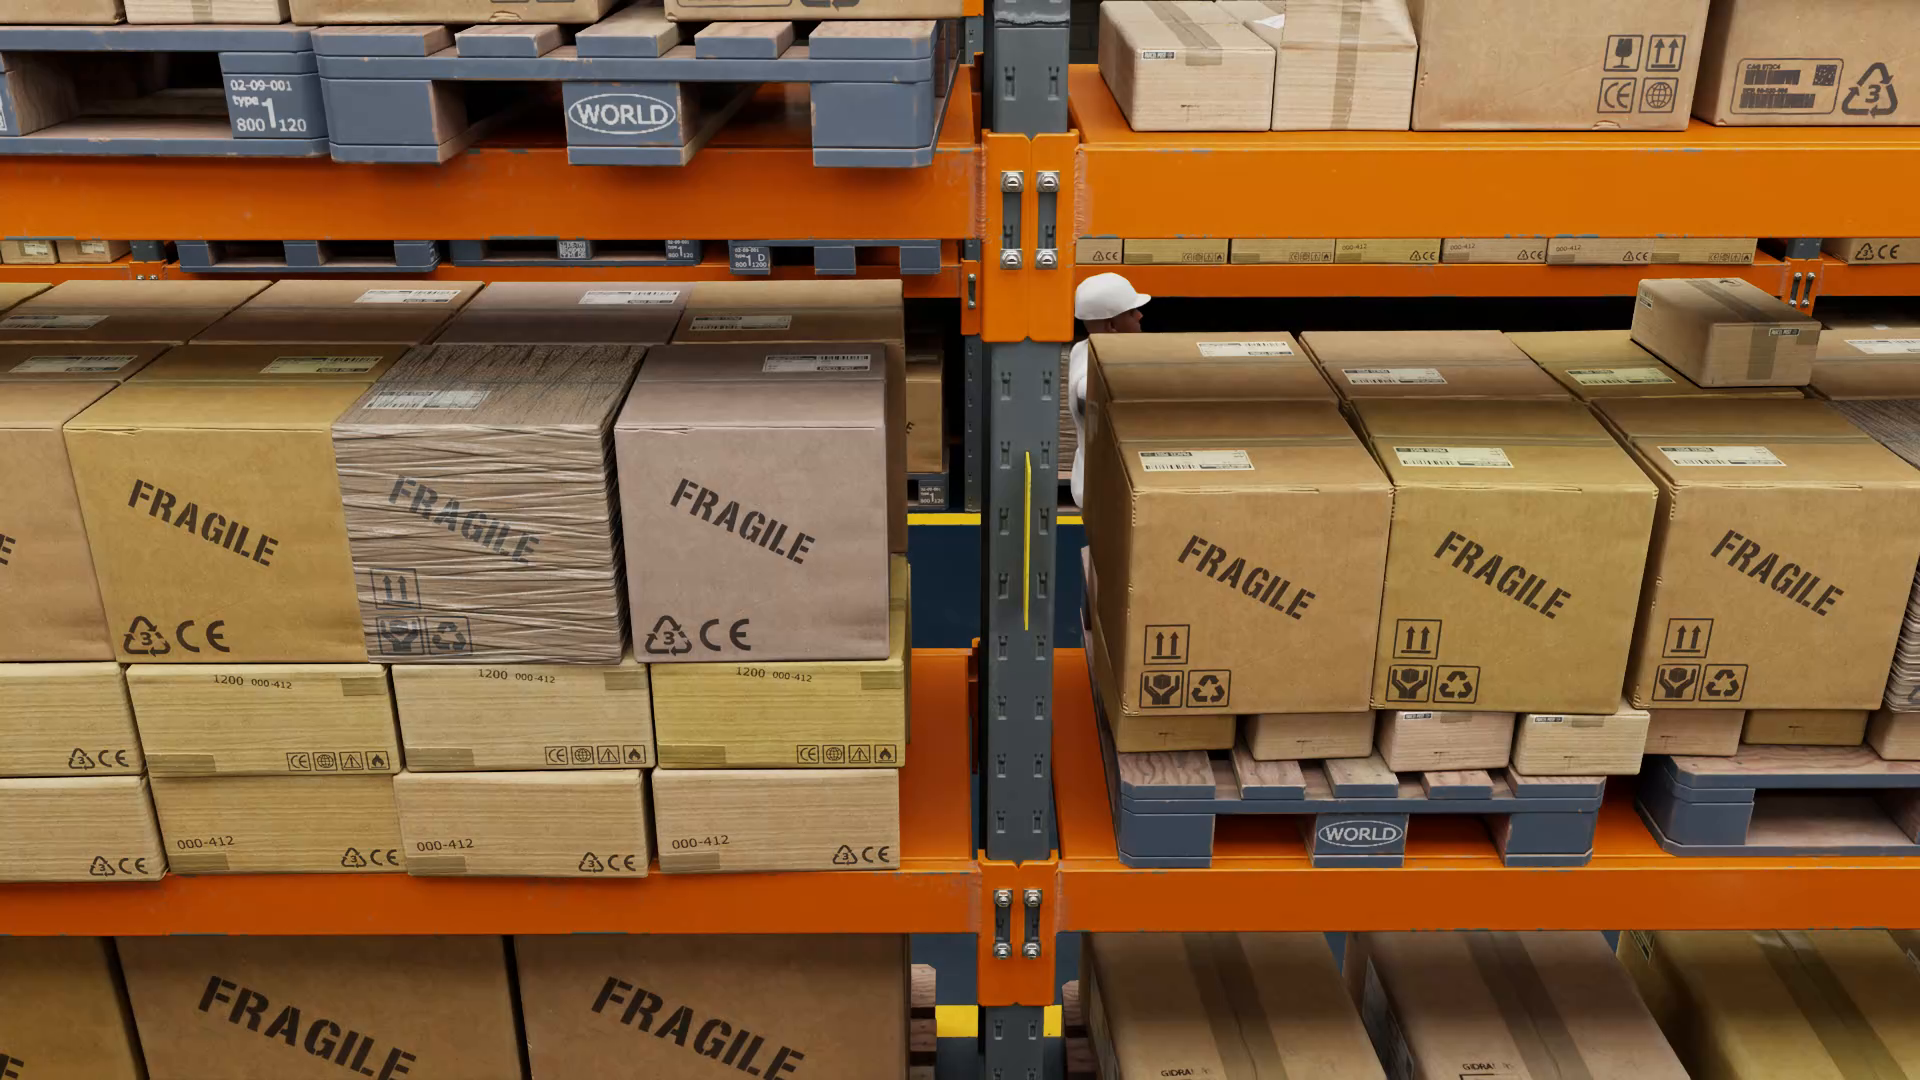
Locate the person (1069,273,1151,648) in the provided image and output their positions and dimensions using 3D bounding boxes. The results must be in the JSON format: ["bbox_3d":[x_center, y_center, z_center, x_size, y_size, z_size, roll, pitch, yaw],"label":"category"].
[{"bbox_3d":[0.698,-0.170,6.463,0.586,1.758,0.503,0,24,1],"label":"person"}]
